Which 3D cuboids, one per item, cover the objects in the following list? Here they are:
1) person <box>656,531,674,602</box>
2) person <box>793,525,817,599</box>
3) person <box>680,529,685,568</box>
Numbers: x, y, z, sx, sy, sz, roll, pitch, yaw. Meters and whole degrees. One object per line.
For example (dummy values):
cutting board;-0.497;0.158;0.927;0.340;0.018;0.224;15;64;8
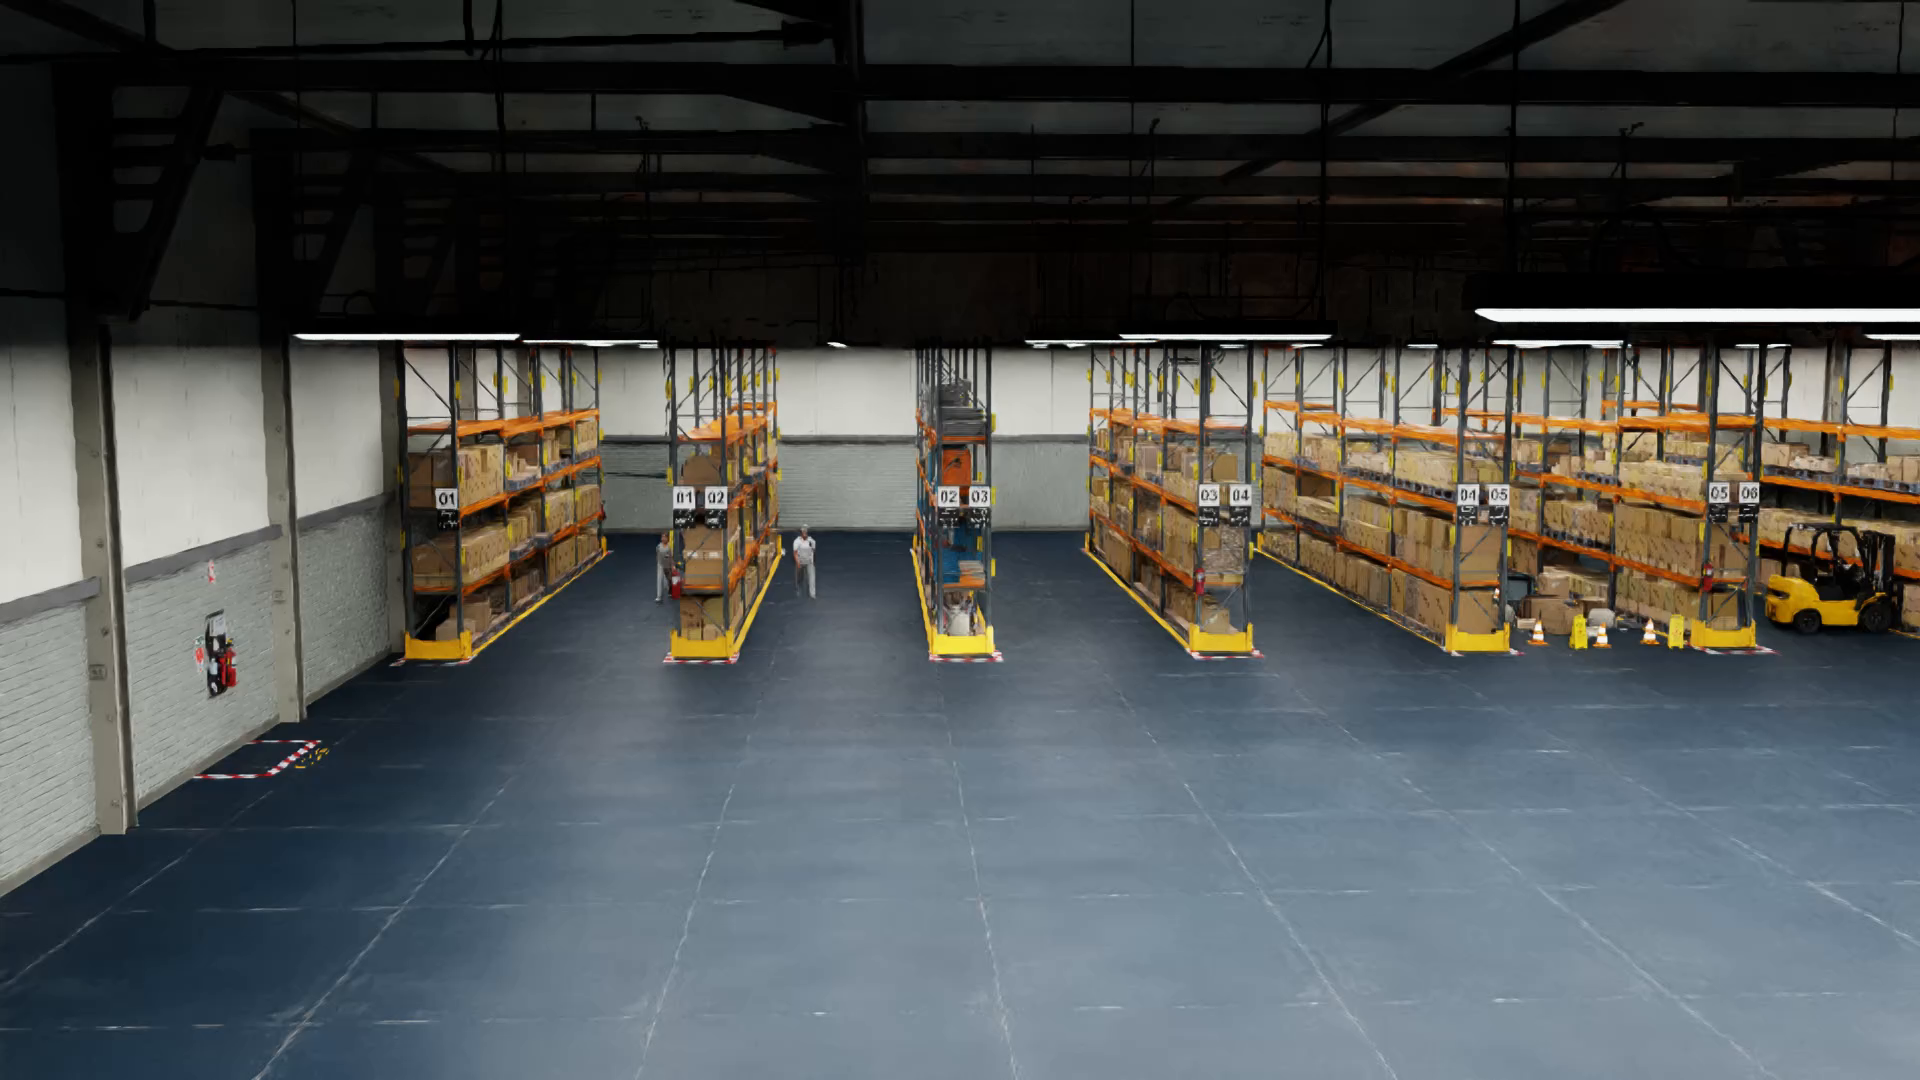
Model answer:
person;-6.735;0.591;38.070;0.446;1.589;1.095;-1;7;-5
person;-3.599;0.496;38.440;0.536;1.707;1.037;-1;7;-11
person;-7.028;-0.073;43.806;0.677;1.674;0.534;-1;7;-5
